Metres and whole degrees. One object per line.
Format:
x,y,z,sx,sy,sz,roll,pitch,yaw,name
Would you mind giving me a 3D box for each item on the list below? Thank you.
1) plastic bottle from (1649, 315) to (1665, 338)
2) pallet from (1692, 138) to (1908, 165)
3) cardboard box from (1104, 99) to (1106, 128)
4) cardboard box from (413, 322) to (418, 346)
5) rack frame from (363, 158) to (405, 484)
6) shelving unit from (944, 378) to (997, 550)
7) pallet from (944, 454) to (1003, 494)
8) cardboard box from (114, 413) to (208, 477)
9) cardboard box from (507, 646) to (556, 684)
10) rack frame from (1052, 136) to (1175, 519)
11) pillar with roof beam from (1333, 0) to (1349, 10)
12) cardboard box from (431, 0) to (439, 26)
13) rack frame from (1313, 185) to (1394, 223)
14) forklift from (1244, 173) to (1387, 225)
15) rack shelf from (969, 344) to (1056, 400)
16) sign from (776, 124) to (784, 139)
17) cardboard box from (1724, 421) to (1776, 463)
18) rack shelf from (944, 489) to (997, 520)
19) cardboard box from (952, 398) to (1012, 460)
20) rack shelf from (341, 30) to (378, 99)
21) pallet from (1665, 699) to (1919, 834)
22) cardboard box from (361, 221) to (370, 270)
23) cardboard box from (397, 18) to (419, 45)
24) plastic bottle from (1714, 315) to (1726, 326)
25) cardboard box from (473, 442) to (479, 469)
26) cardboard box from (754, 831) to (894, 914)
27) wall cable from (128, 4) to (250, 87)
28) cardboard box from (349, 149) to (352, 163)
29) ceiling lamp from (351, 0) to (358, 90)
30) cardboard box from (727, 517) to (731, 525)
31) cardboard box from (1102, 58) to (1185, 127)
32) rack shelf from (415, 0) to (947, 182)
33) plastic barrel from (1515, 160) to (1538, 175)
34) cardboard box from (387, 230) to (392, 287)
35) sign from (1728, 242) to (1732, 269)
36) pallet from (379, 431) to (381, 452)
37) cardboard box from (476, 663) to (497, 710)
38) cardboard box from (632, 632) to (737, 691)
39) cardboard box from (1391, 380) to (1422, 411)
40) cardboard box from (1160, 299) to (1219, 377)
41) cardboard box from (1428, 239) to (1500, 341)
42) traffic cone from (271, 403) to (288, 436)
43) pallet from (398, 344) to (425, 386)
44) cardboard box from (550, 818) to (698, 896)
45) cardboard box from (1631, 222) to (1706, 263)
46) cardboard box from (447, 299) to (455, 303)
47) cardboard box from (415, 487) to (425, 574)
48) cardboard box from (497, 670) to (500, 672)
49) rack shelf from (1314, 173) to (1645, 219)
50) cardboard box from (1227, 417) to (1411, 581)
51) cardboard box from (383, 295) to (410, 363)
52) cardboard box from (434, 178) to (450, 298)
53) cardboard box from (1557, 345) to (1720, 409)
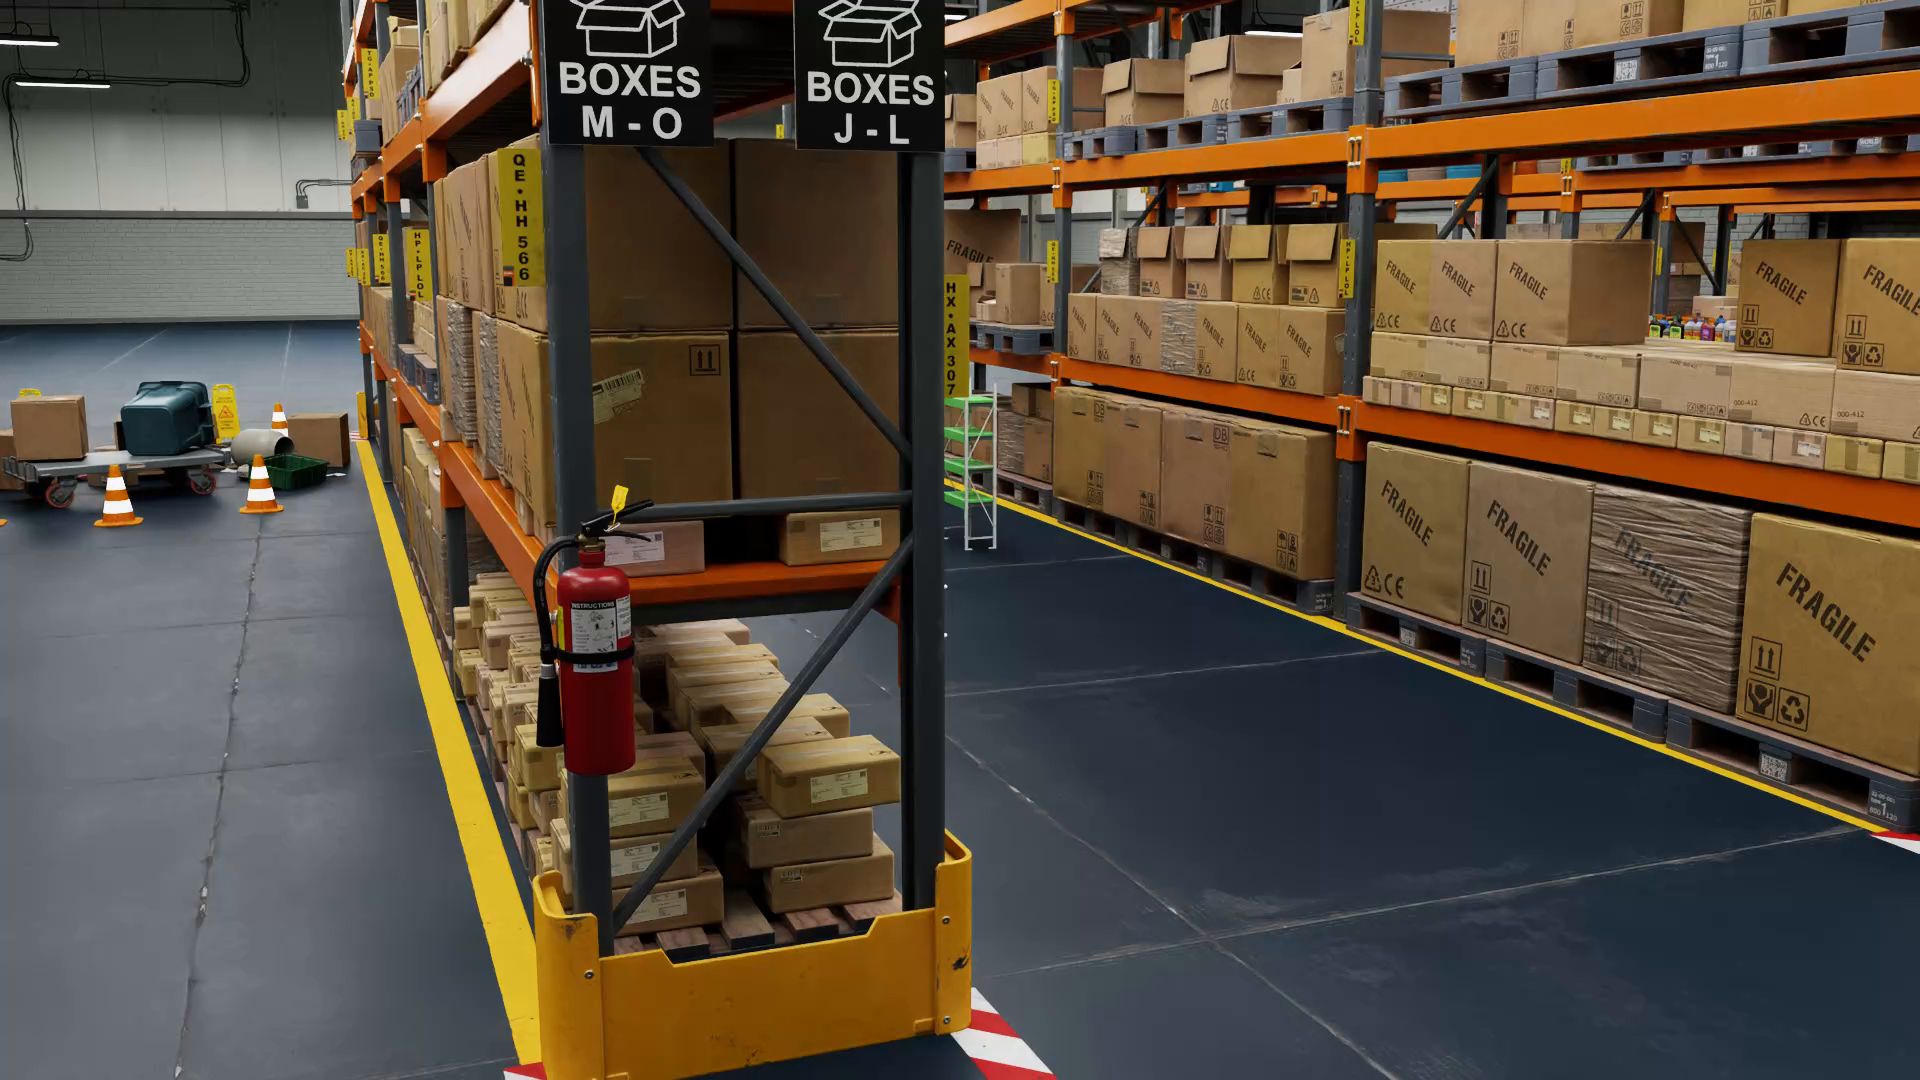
5.878,-1.749,14.022,0.061,0.283,0.133,-4,11,-21,plastic bottle
6.509,-3.036,12.896,1.003,0.211,1.213,-4,11,-21,pallet
1.302,-3.549,13.529,0.500,0.500,0.500,-4,11,-20,cardboard box
-3.453,-1.383,11.147,0.380,0.149,0.250,-4,11,-22,cardboard box
-4.877,-2.038,15.315,1.000,3.000,0.127,-4,11,-21,rack frame
0.060,-0.564,12.163,0.258,1.200,0.503,-4,11,-21,shelving unit
0.512,-0.637,15.400,1.003,0.211,1.213,-4,11,-21,pallet
-7.560,-0.920,15.769,0.797,0.637,0.503,-4,11,-21,cardboard box
-1.503,0.497,6.301,0.380,0.149,0.250,-4,11,-21,cardboard box
1.232,-1.684,13.321,1.000,3.000,0.127,-4,11,-21,rack frame
4.882,-8.512,34.580,9.100,9.000,0.548,-4,11,-21,pillar with roof beam
-1.851,-2.206,6.694,0.500,0.250,0.500,-4,11,-21,cardboard box
4.399,-2.651,18.759,1.000,3.000,0.127,-4,11,-21,rack frame
3.131,-1.916,14.820,1.130,2.935,3.031,4,11,24,forklift
0.508,-1.656,15.219,1.077,0.370,4.000,-4,11,-21,rack shelf
-2.172,-4.862,20.129,0.100,0.325,0.005,-4,11,-21,sign
3.420,-0.416,6.910,0.380,0.149,0.250,-4,11,-20,cardboard box
0.060,-0.265,12.216,0.258,0.148,0.480,-4,11,-21,rack shelf
0.344,-1.051,15.643,0.700,0.500,0.500,-5,11,-26,cardboard box
-5.601,-4.767,16.723,1.077,0.370,4.000,-4,11,-21,rack shelf
3.769,0.869,6.930,1.003,0.211,1.213,-4,11,-21,pallet
-5.286,-2.789,16.021,0.875,0.550,0.550,-4,11,-21,cardboard box
-3.221,-3.082,10.143,0.396,0.266,0.258,-4,11,-21,cardboard box
6.572,-1.806,14.378,0.097,0.271,0.097,0,10,0,plastic bottle
-1.748,-0.374,6.676,0.380,0.149,0.250,-4,11,-20,cardboard box
-0.420,1.011,5.111,0.380,0.149,0.250,-4,11,-20,cardboard box
-21.416,-13.855,46.071,3.097,2.526,0.112,-4,11,-21,wall cable
-6.501,-4.224,18.270,0.380,0.149,0.250,-4,11,-20,cardboard box
-14.272,-12.738,41.669,2.000,3.185,0.800,-4,11,-21,ceiling lamp
-0.518,-0.116,5.224,0.380,0.149,0.250,-4,11,-23,cardboard box
1.520,-3.323,12.478,0.797,0.503,0.637,-3,11,-18,cardboard box
-1.253,-1.529,5.939,1.077,0.370,4.000,-4,11,-21,rack shelf
5.516,-3.941,16.219,0.600,0.830,0.708,-4,11,-21,plastic barrel
-4.691,-2.499,14.765,0.700,0.500,0.500,-4,11,-22,cardboard box
9.519,-3.532,20.630,0.100,0.325,0.005,-4,11,-21,sign
-5.525,-0.994,17.406,1.003,0.211,1.213,-4,11,-21,pallet
-1.910,0.625,7.284,0.380,0.149,0.250,-4,11,-21,cardboard box
-1.077,0.469,6.463,0.380,0.149,0.250,-4,11,-21,cardboard box
2.574,-0.795,9.041,0.380,0.149,0.250,-4,11,-23,cardboard box
1.712,-1.387,11.368,0.500,0.500,0.500,-4,11,-21,cardboard box
2.788,-1.297,8.587,0.500,0.500,0.500,-4,11,-21,cardboard box
-7.457,-1.266,18.213,0.336,0.463,0.334,-4,11,-21,traffic cone
-3.070,-1.182,11.045,1.213,0.211,1.003,-4,11,-21,pallet
-0.985,0.903,4.872,0.380,0.149,0.250,-4,11,-22,cardboard box
8.850,-3.725,20.805,0.700,0.500,0.500,-4,11,-21,cardboard box
-1.847,-0.751,6.943,0.500,0.500,0.500,-4,11,-21,cardboard box
-3.033,-0.065,10.157,0.500,0.500,0.500,-4,11,-22,cardboard box
-1.752,0.515,7.054,0.380,0.149,0.250,-4,11,-24,cardboard box
5.124,-3.447,16.724,1.077,0.370,4.000,-4,11,-21,rack shelf
2.431,-0.295,10.380,1.225,0.875,0.875,-4,11,-21,cardboard box
-4.020,-1.573,12.411,0.500,0.500,0.500,-4,11,-21,cardboard box
-2.041,-1.331,7.350,0.500,0.500,0.500,-4,11,-20,cardboard box
3.148,-0.763,7.726,0.500,0.250,0.500,-4,11,-21,cardboard box
